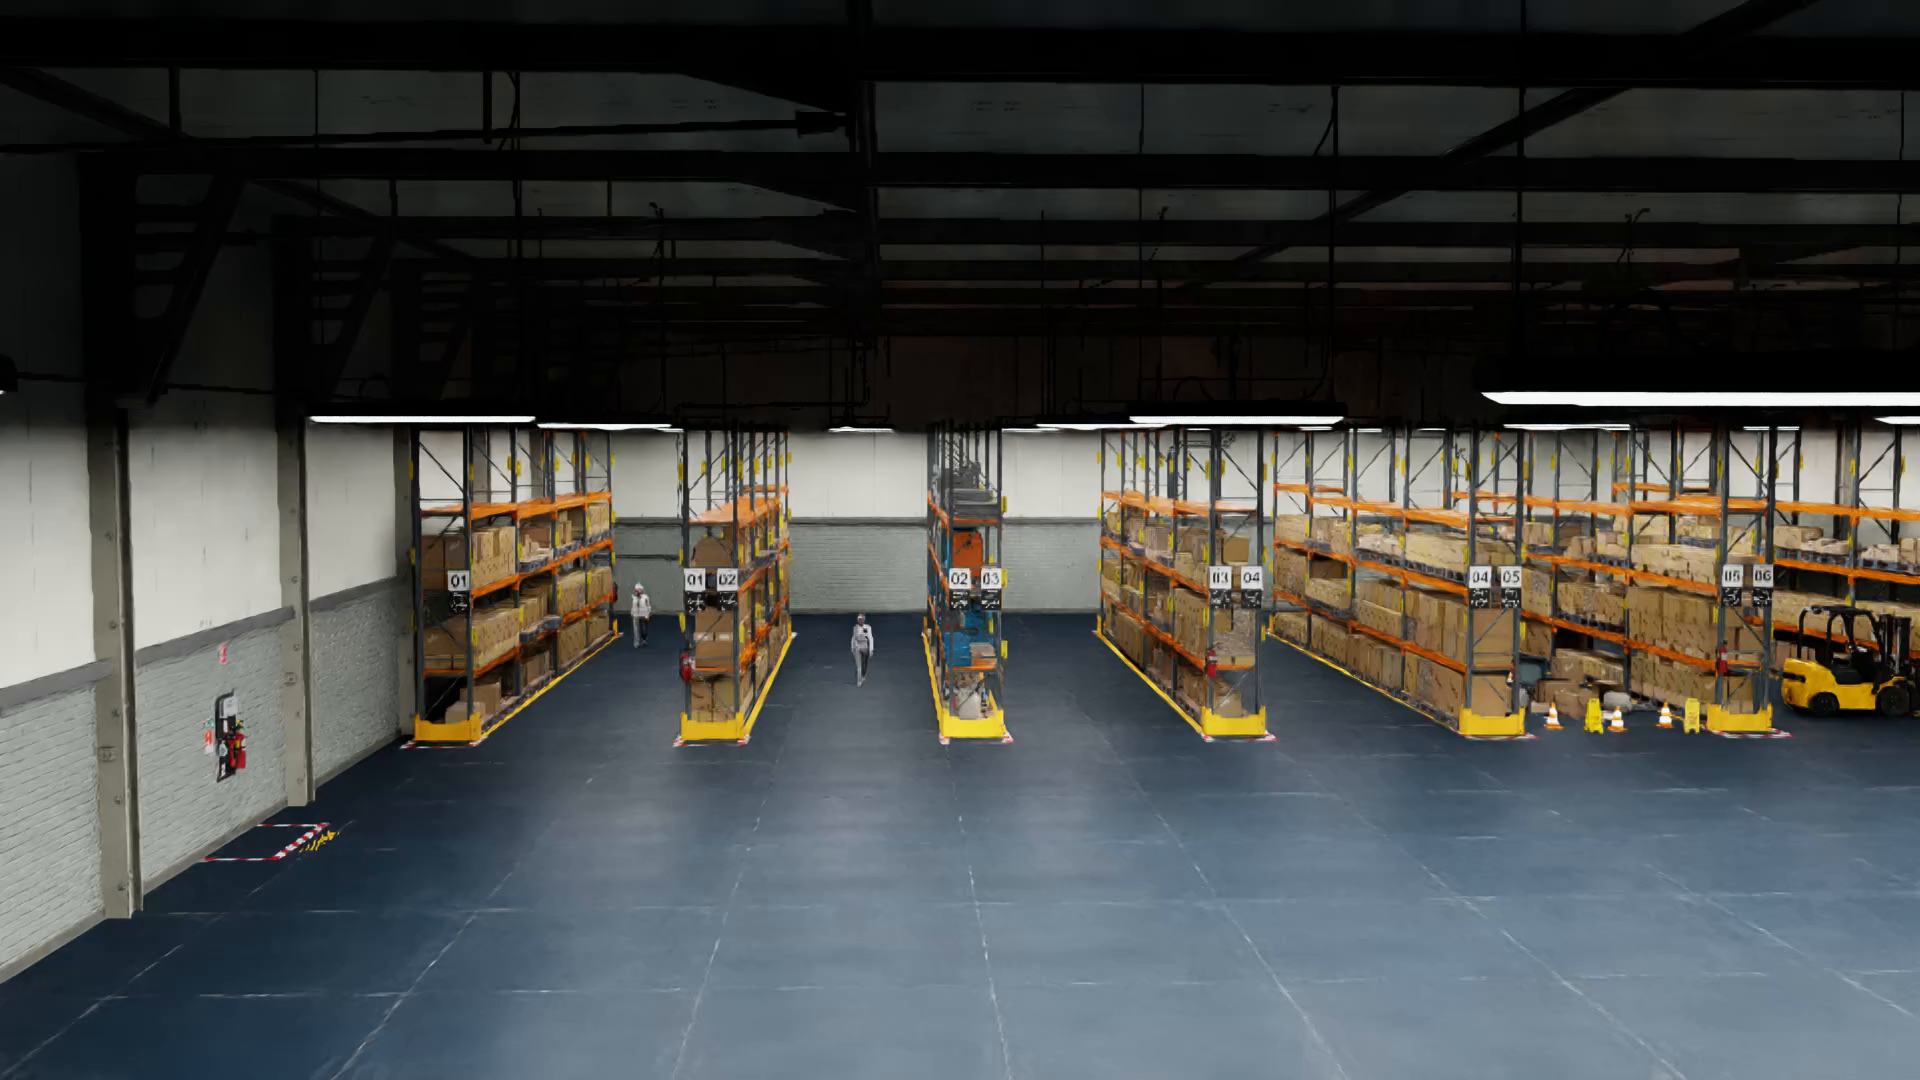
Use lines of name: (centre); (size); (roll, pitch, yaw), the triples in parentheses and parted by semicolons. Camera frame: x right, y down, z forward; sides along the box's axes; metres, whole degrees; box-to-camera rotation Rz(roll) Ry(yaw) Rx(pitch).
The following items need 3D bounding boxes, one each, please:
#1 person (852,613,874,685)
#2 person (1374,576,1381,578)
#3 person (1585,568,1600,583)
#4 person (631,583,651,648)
person: (-2.225, 2.469, 37.994); (0.500, 1.625, 0.997); (0, 4, -4)
person: (11.859, 1.859, 47.229); (0.558, 1.663, 0.659); (0, 4, 3)
person: (19.015, 1.641, 50.001); (0.713, 1.785, 0.556); (-2, 4, -31)
person: (-8.566, 2.008, 44.608); (0.555, 1.725, 1.029); (0, 4, -4)
